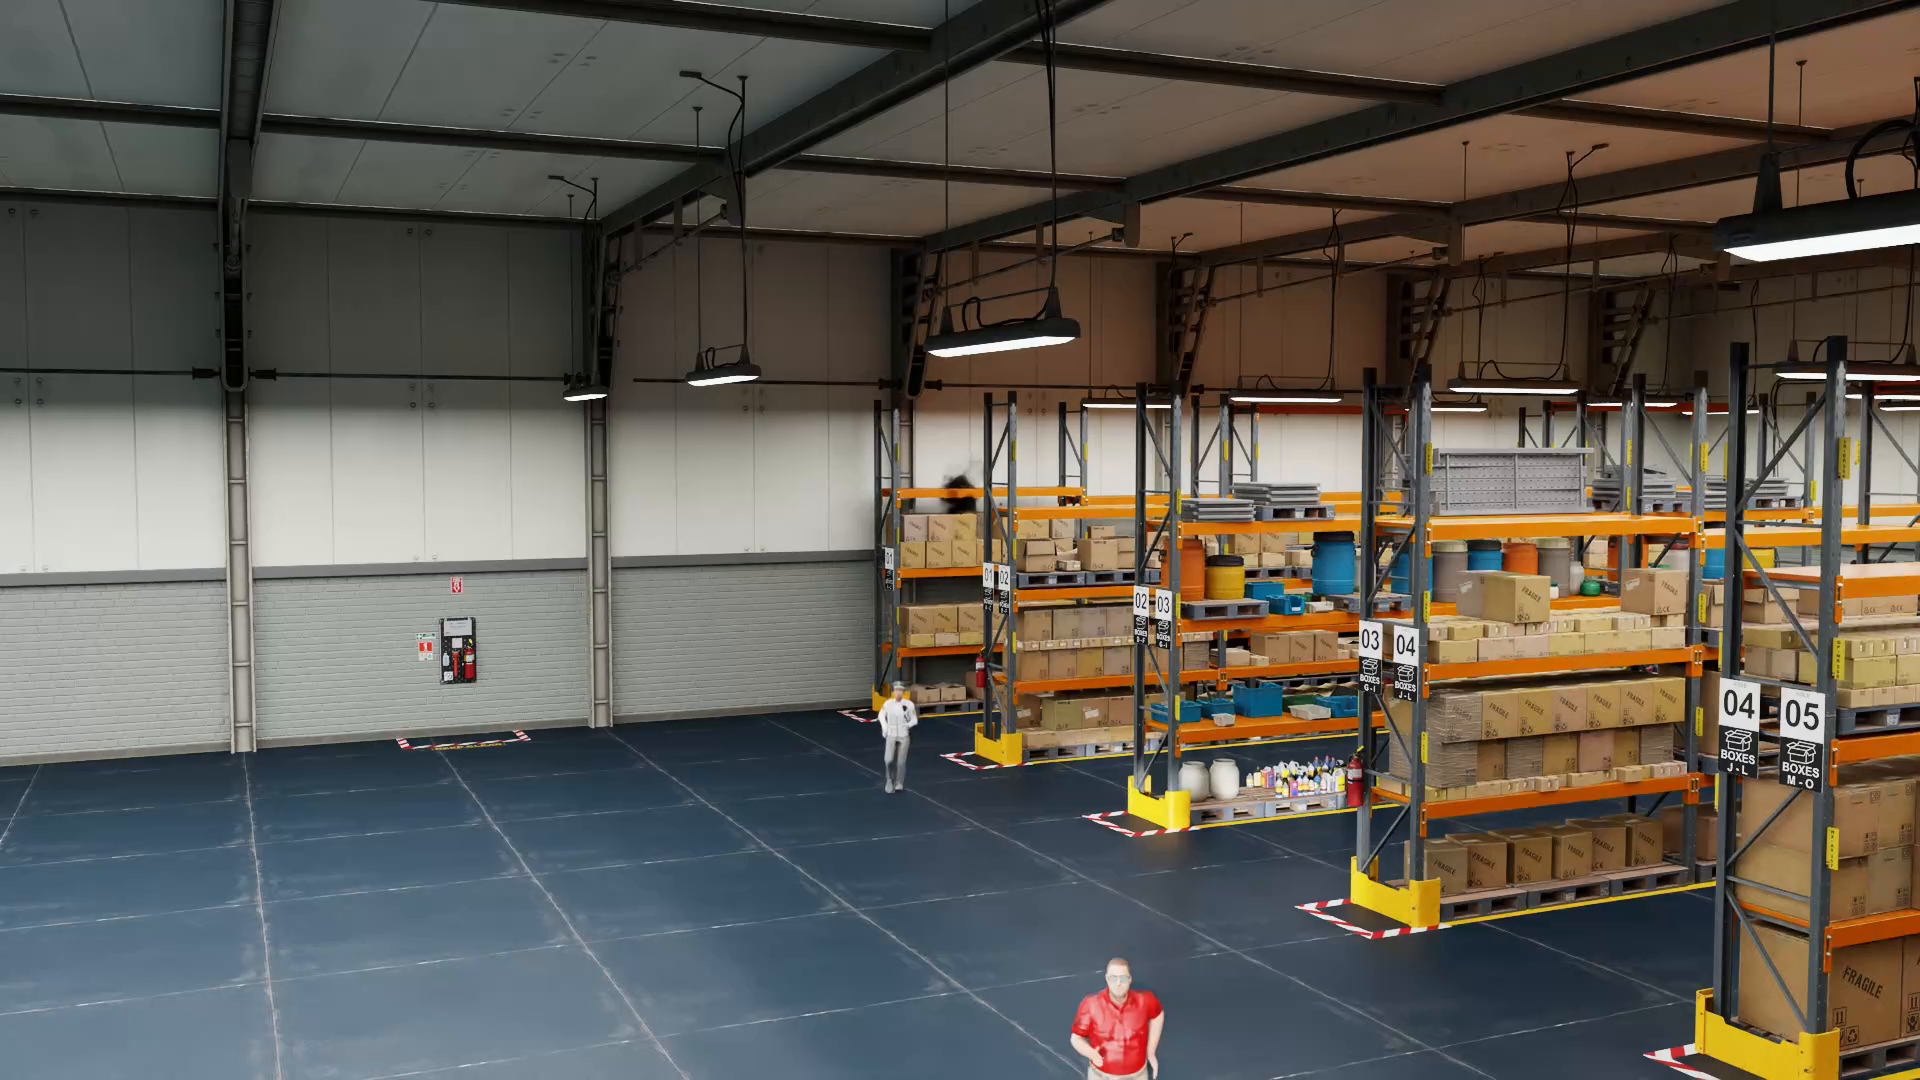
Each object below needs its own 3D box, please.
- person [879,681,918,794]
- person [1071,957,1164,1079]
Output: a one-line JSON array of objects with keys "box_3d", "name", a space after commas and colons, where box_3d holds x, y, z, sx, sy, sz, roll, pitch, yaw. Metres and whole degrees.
[{"box_3d": [-0.918, 2.902, 24.439, 0.590, 1.682, 0.646, 0, 3, 3], "name": "person"}, {"box_3d": [1.054, 3.644, 11.150, 0.621, 1.751, 0.937, 0, 3, 6], "name": "person"}]
